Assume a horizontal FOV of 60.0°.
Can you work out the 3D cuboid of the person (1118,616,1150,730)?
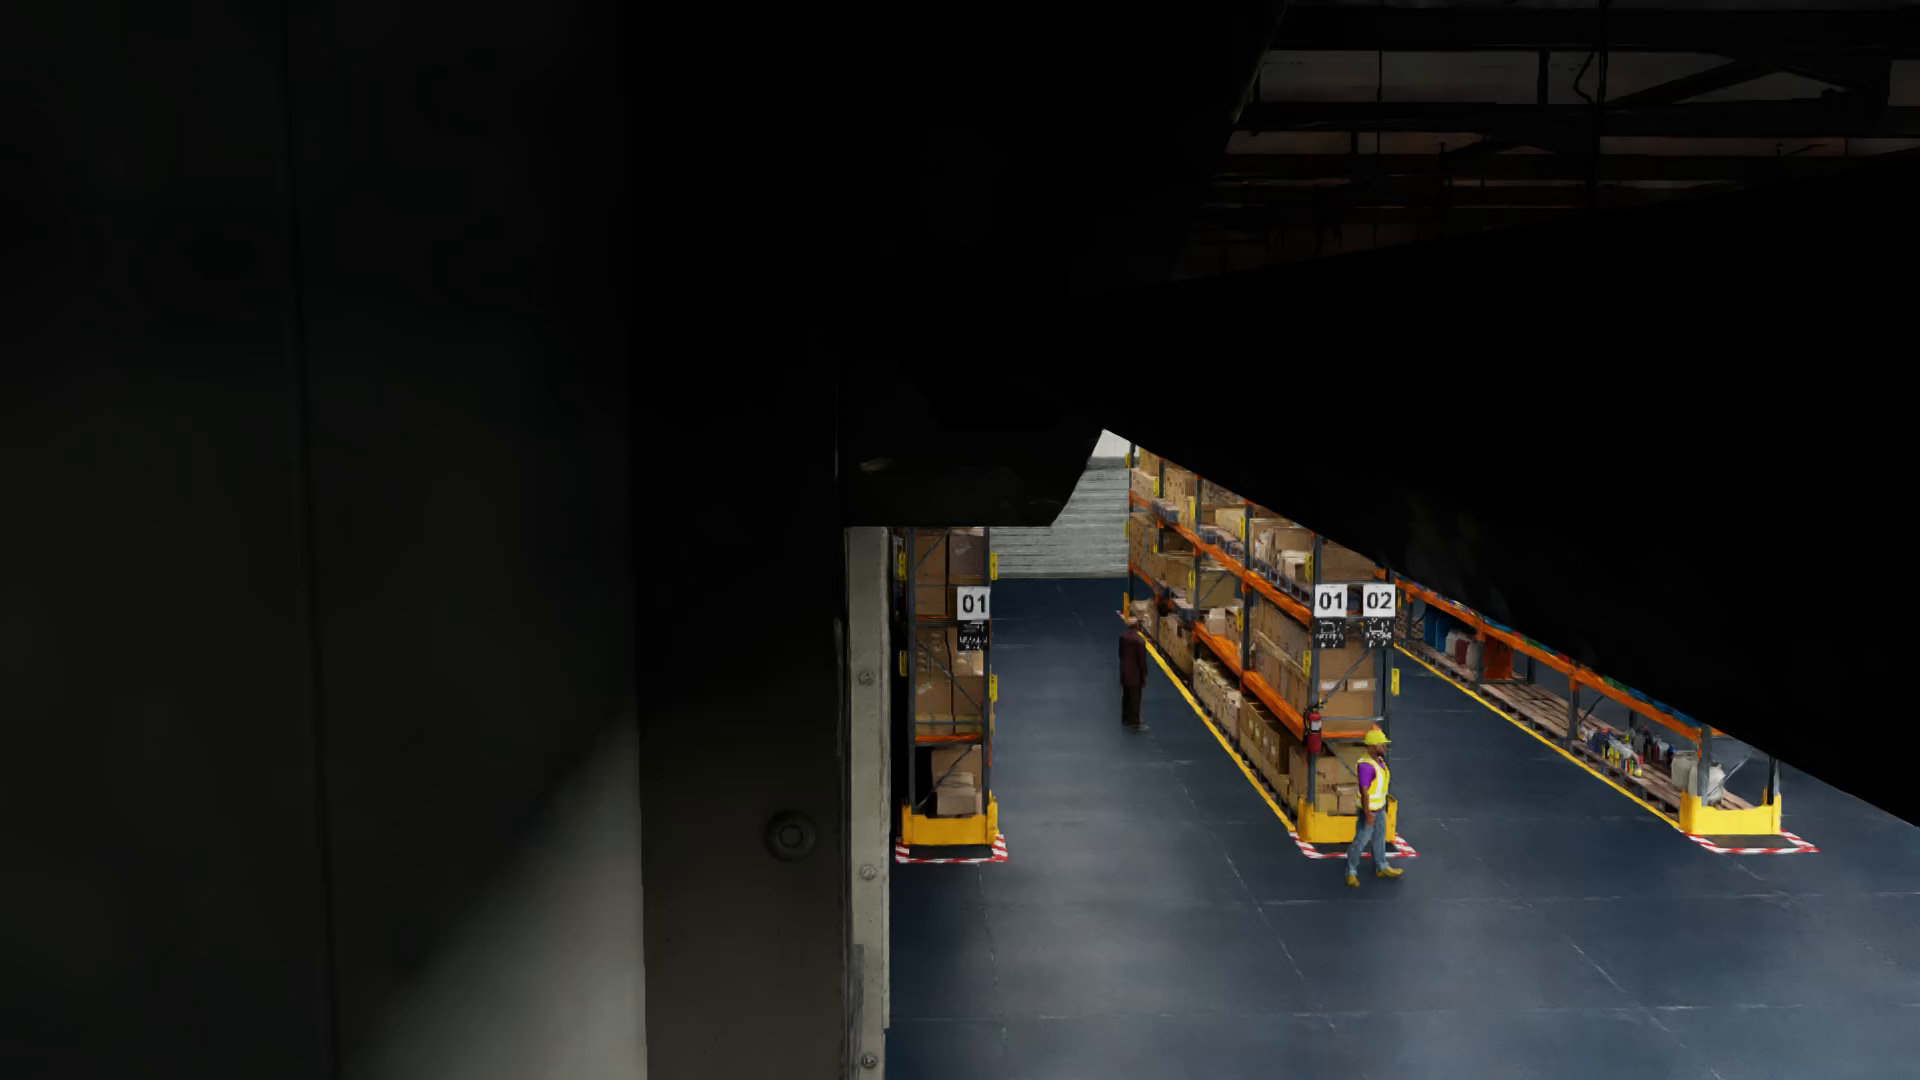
[{"bbox_3d":[2.771,2.077,26.245,0.494,1.788,0.640,-5,9,-33],"label":"person"}]

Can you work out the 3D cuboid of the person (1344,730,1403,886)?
[{"bbox_3d":[4.718,3.025,18.956,0.532,1.758,0.723,4,9,31],"label":"person"}]
